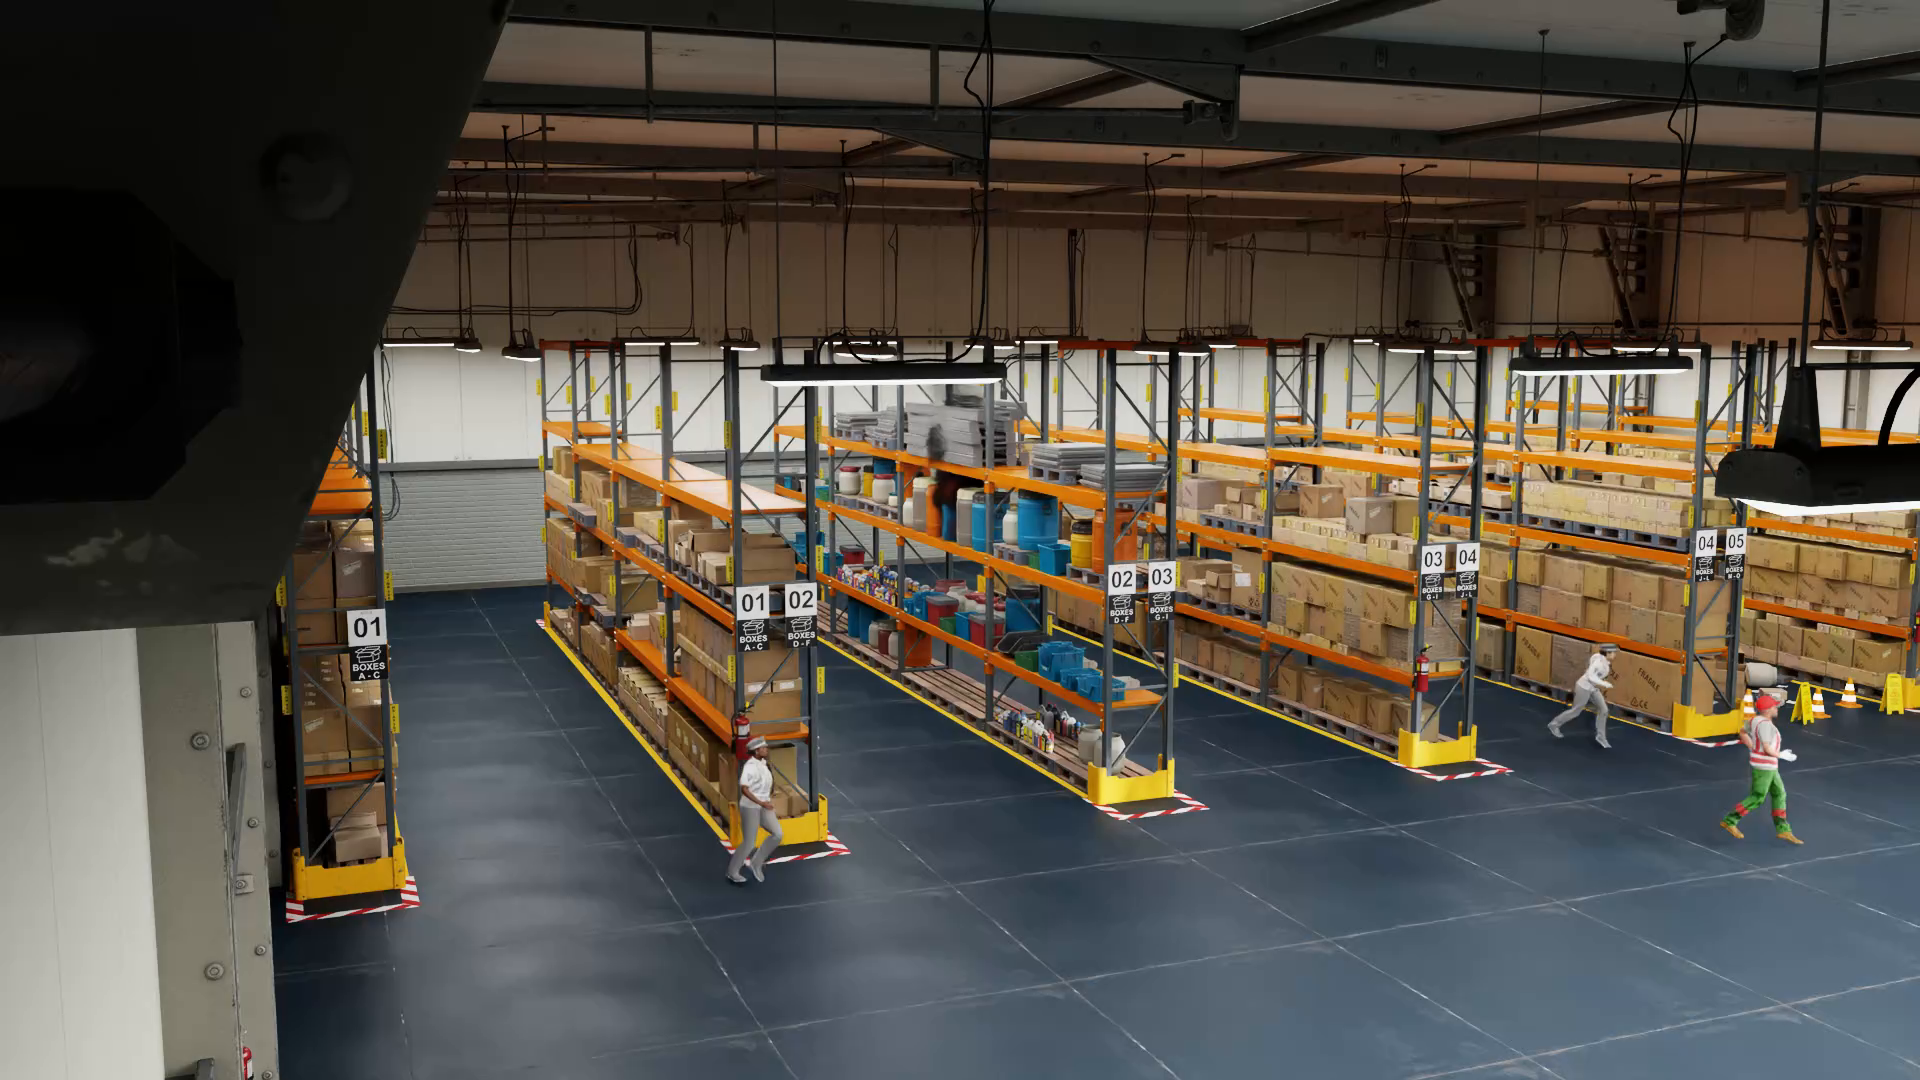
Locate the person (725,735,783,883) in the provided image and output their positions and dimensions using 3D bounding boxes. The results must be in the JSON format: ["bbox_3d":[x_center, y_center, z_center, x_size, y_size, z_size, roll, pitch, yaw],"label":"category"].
[{"bbox_3d":[-2.303,3.059,18.992,0.601,1.666,0.647,3,8,20],"label":"person"}]

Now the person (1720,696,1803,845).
[{"bbox_3d":[9.847,2.798,20.355,0.945,1.800,0.698,3,8,20],"label":"person"}]

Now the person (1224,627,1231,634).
[{"bbox_3d":[5.181,1.367,32.316,0.562,1.582,0.675,-3,8,-19],"label":"person"}]

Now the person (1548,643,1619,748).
[{"bbox_3d":[9.411,2.314,25.121,0.967,1.625,0.658,5,9,33],"label":"person"}]
